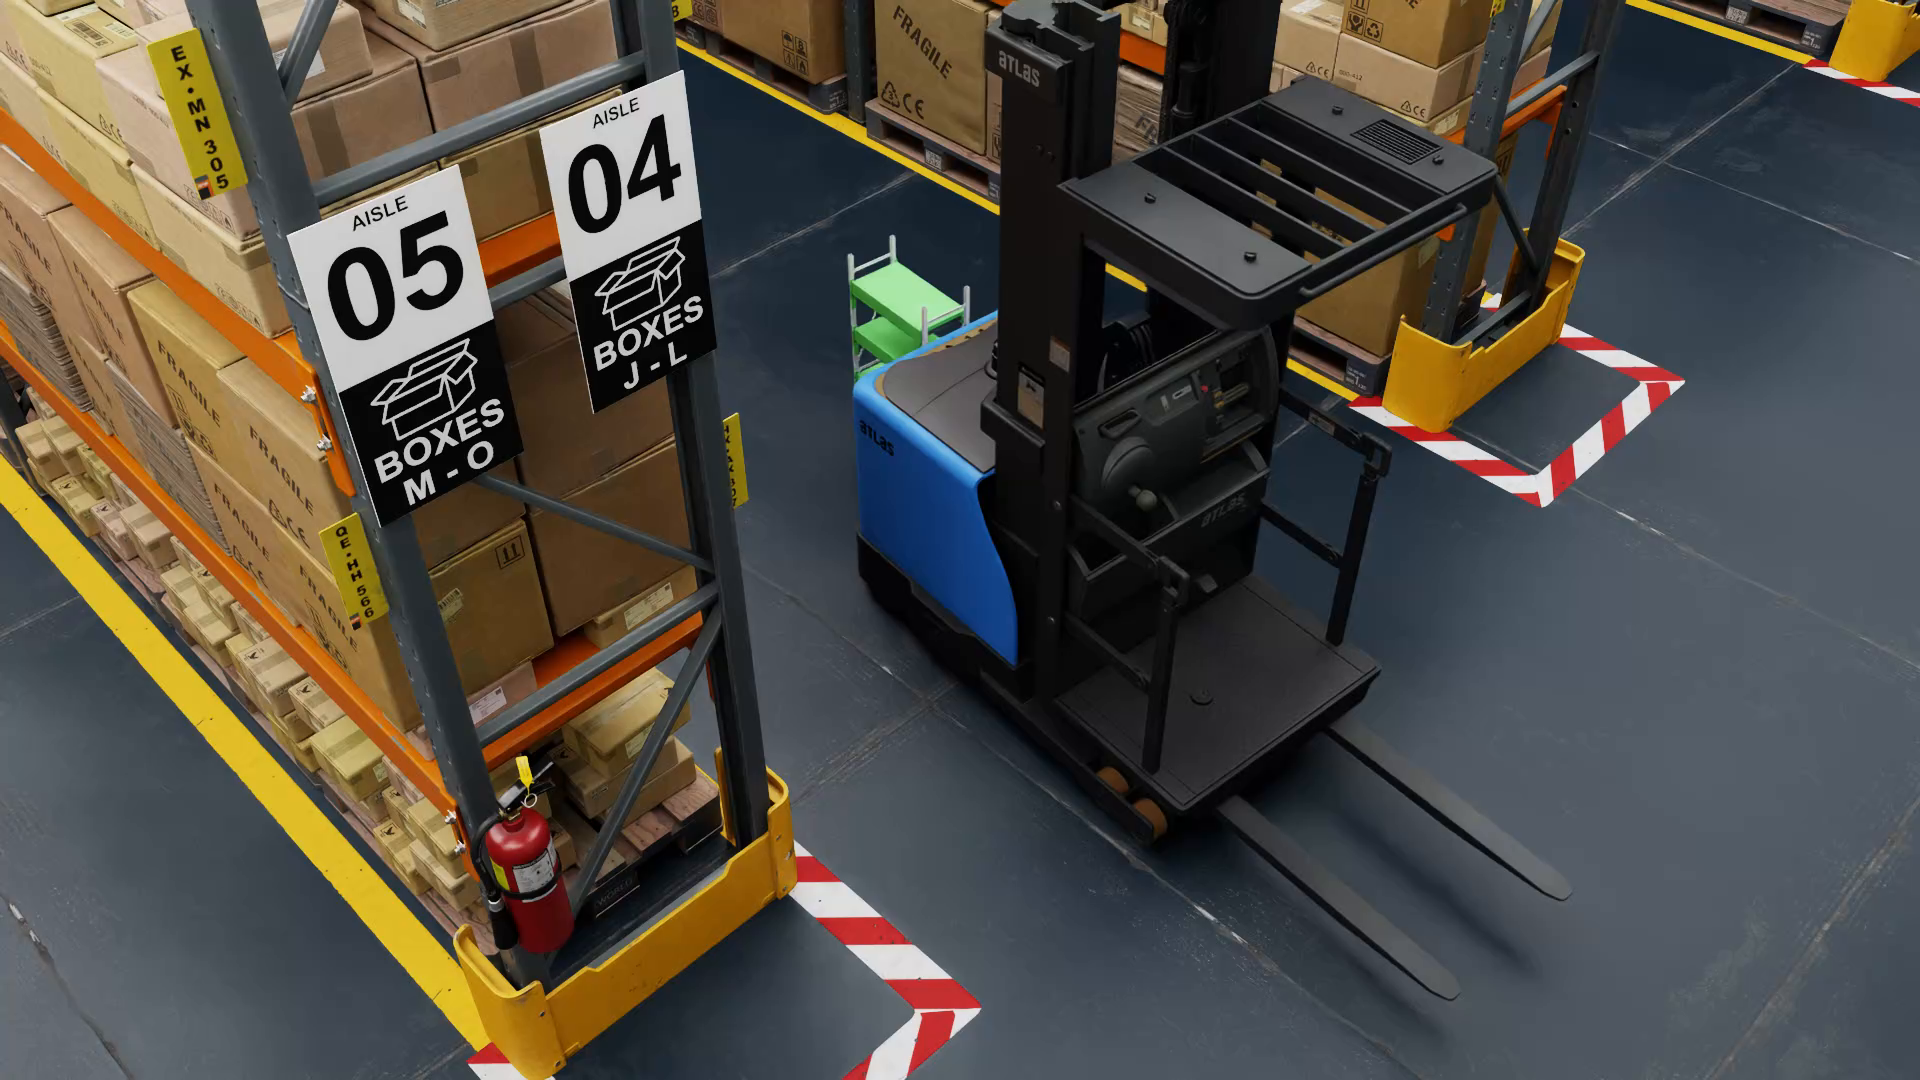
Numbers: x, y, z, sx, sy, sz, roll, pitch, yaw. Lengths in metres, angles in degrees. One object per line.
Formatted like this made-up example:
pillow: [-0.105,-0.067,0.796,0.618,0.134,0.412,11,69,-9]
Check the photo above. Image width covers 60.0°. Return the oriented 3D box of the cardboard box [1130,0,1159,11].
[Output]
cardboard box: [0.923,-2.861,8.145,0.500,0.250,0.500,-34,52,-31]

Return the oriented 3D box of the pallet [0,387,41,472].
pallet: [-4.418,-0.907,8.194,1.003,0.211,1.213,-34,53,-31]

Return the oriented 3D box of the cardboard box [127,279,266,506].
cardboard box: [-1.899,-0.493,4.661,0.500,0.500,0.500,32,52,30]

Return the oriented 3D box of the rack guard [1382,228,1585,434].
rack guard: [2.558,-1.035,8.119,1.175,0.500,0.348,-34,53,-31]

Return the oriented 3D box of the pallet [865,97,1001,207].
pallet: [0.198,-2.459,9.873,1.003,0.211,1.213,-34,53,-31]

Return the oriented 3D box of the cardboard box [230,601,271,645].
cardboard box: [-2.480,0.257,6.232,0.250,0.149,0.380,32,52,30]

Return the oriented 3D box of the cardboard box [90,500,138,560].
cardboard box: [-3.437,-0.114,7.071,0.250,0.149,0.380,34,52,31]

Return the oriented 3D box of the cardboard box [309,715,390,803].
cardboard box: [-2.005,0.694,5.759,0.250,0.149,0.380,33,52,31]

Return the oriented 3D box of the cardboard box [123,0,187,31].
cardboard box: [-1.605,-1.187,3.679,0.380,0.149,0.250,-33,52,-31]

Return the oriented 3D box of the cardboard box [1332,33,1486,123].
cardboard box: [2.011,-2.124,7.347,0.500,0.250,0.500,33,52,31]

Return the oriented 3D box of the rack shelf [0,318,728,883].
rack shelf: [-2.455,-0.333,6.047,1.077,0.370,4.000,-34,53,-31]

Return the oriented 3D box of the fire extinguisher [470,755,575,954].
fire extinguisher: [-1.191,0.872,4.546,0.296,0.674,0.183,-34,53,-31]

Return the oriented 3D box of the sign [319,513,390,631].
sign: [-1.449,0.079,3.985,0.100,0.325,0.005,-34,53,-31]

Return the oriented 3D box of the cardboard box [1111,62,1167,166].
cardboard box: [1.390,-2.045,8.626,0.875,0.875,0.875,-34,53,-31]

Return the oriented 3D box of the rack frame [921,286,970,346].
rack frame: [-0.058,-0.530,7.057,0.240,1.200,0.015,-29,50,-28]

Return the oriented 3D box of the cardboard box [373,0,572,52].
cardboard box: [-1.110,-1.277,3.778,0.250,0.149,0.380,34,52,31]

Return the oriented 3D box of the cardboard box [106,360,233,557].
cardboard box: [-2.267,-0.363,5.258,0.500,0.500,0.500,-34,52,-31]

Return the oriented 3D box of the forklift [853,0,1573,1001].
forklift: [0.891,-0.346,5.582,1.130,2.935,3.031,-29,50,-28]

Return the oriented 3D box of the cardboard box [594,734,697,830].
cardboard box: [-1.186,0.852,6.027,0.380,0.149,0.250,-33,52,-31]

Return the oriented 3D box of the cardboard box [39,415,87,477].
cardboard box: [-3.618,-0.458,7.006,0.380,0.149,0.250,-31,51,-29]

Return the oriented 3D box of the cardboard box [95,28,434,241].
cardboard box: [-1.548,-0.965,3.734,0.500,0.250,0.500,33,52,30]

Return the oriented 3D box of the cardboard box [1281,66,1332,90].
cardboard box: [1.694,-2.131,7.649,0.380,0.149,0.250,-34,52,-31]

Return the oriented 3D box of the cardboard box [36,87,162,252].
cardboard box: [-1.916,-1.016,4.157,0.500,0.250,0.500,-34,52,-31]

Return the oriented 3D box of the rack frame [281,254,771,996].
rack frame: [-1.042,0.364,4.763,1.000,3.000,0.127,-34,53,-31]

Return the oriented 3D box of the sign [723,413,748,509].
sign: [-0.658,-0.214,4.751,0.100,0.325,0.005,-34,53,-31]

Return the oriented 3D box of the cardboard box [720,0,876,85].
cardboard box: [-0.750,-3.558,10.264,1.225,0.875,0.875,-34,52,-31]

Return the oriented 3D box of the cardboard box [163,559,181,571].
cardboard box: [-3.032,0.006,6.723,0.380,0.149,0.250,-32,51,-30]

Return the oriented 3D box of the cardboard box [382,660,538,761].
cardboard box: [-1.473,0.435,4.871,0.380,0.149,0.250,-34,53,-31]

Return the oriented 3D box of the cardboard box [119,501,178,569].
cardboard box: [-3.082,-0.084,6.601,0.380,0.149,0.250,-33,52,-30]

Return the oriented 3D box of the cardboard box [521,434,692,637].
cardboard box: [-1.164,-0.130,5.005,0.500,0.500,0.500,-32,51,-30]

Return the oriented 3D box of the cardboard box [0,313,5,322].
cardboard box: [-3.341,-1.111,6.066,0.500,0.500,0.500,-34,53,-31]

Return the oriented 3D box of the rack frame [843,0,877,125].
rack frame: [-0.284,-3.886,9.363,1.000,3.000,0.127,-34,53,-31]

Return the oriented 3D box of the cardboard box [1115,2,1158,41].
cardboard box: [0.977,-2.620,8.178,0.380,0.149,0.250,-33,52,-31]

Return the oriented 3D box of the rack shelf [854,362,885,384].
rack shelf: [-0.213,-0.611,7.239,0.258,0.148,0.480,-29,50,-28]

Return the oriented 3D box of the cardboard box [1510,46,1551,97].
cardboard box: [2.524,-2.201,7.724,0.380,0.149,0.250,-33,52,-31]

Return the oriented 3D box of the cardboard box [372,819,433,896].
cardboard box: [-1.815,1.029,5.835,0.380,0.149,0.250,-32,52,-30]

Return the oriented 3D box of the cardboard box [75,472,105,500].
cardboard box: [-3.595,-0.368,7.128,0.380,0.149,0.250,-34,52,-31]

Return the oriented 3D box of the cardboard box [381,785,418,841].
cardboard box: [-1.763,0.879,5.777,0.250,0.149,0.380,33,52,31]

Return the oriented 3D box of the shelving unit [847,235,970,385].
shelving unit: [-0.213,-0.658,7.195,0.258,1.200,0.503,-29,50,-28]

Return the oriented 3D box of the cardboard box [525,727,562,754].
cardboard box: [-1.451,0.549,5.916,0.380,0.149,0.250,-33,52,-31]

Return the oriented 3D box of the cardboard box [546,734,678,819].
cardboard box: [-1.230,0.773,5.893,0.380,0.149,0.250,-32,51,-30]

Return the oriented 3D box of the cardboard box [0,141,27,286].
cardboard box: [-3.010,-1.239,5.468,0.500,0.500,0.500,-33,52,-31]

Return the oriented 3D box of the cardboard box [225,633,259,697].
cardboard box: [-2.528,0.407,6.288,0.380,0.149,0.250,-31,51,-29]

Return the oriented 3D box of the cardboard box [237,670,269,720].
cardboard box: [-2.527,0.515,6.391,0.380,0.149,0.250,-33,52,-31]

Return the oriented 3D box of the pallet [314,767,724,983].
pallet: [-1.645,0.944,6.190,1.003,0.211,1.213,-34,53,-31]
